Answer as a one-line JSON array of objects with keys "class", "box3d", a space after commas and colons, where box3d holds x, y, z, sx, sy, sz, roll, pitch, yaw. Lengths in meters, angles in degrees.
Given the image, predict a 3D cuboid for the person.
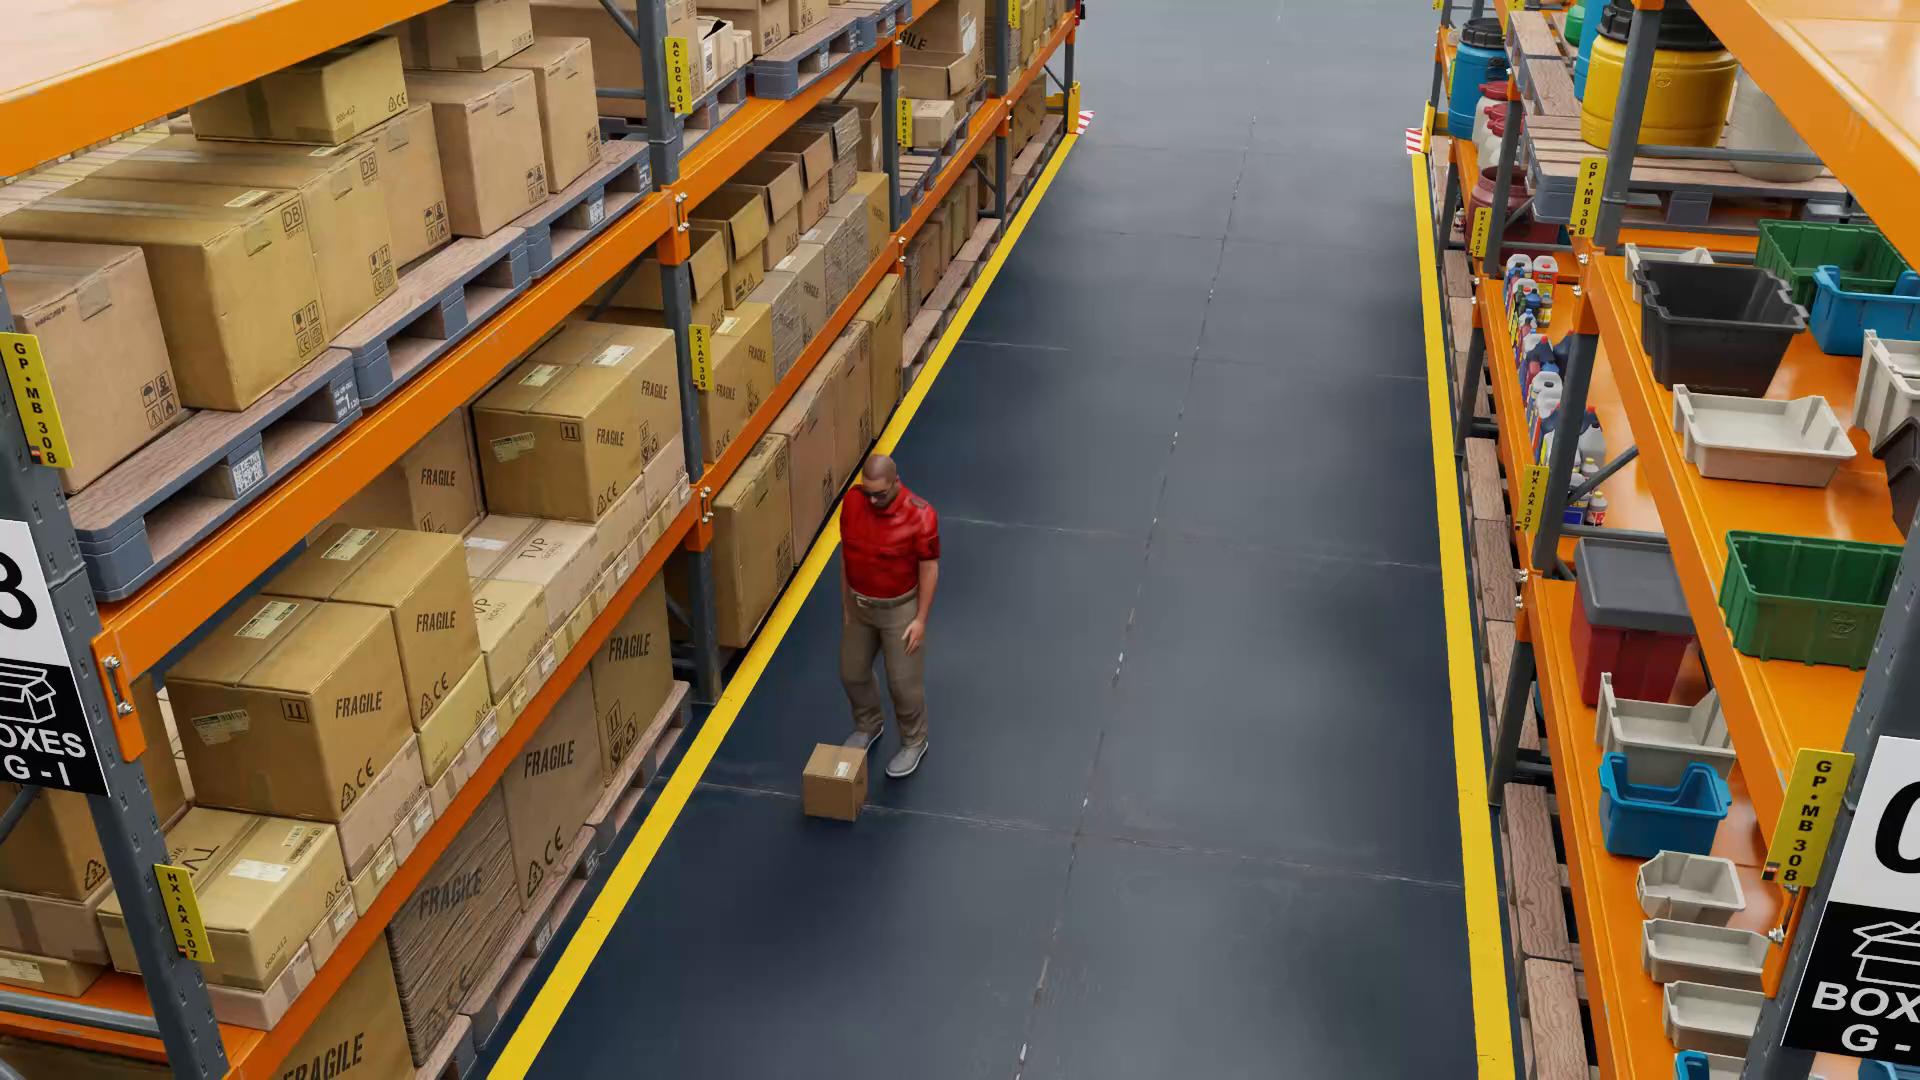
[{"class": "person", "box3d": [-0.348, 0.342, 8.044, 0.541, 1.709, 0.365, 15, 32, 25]}]
